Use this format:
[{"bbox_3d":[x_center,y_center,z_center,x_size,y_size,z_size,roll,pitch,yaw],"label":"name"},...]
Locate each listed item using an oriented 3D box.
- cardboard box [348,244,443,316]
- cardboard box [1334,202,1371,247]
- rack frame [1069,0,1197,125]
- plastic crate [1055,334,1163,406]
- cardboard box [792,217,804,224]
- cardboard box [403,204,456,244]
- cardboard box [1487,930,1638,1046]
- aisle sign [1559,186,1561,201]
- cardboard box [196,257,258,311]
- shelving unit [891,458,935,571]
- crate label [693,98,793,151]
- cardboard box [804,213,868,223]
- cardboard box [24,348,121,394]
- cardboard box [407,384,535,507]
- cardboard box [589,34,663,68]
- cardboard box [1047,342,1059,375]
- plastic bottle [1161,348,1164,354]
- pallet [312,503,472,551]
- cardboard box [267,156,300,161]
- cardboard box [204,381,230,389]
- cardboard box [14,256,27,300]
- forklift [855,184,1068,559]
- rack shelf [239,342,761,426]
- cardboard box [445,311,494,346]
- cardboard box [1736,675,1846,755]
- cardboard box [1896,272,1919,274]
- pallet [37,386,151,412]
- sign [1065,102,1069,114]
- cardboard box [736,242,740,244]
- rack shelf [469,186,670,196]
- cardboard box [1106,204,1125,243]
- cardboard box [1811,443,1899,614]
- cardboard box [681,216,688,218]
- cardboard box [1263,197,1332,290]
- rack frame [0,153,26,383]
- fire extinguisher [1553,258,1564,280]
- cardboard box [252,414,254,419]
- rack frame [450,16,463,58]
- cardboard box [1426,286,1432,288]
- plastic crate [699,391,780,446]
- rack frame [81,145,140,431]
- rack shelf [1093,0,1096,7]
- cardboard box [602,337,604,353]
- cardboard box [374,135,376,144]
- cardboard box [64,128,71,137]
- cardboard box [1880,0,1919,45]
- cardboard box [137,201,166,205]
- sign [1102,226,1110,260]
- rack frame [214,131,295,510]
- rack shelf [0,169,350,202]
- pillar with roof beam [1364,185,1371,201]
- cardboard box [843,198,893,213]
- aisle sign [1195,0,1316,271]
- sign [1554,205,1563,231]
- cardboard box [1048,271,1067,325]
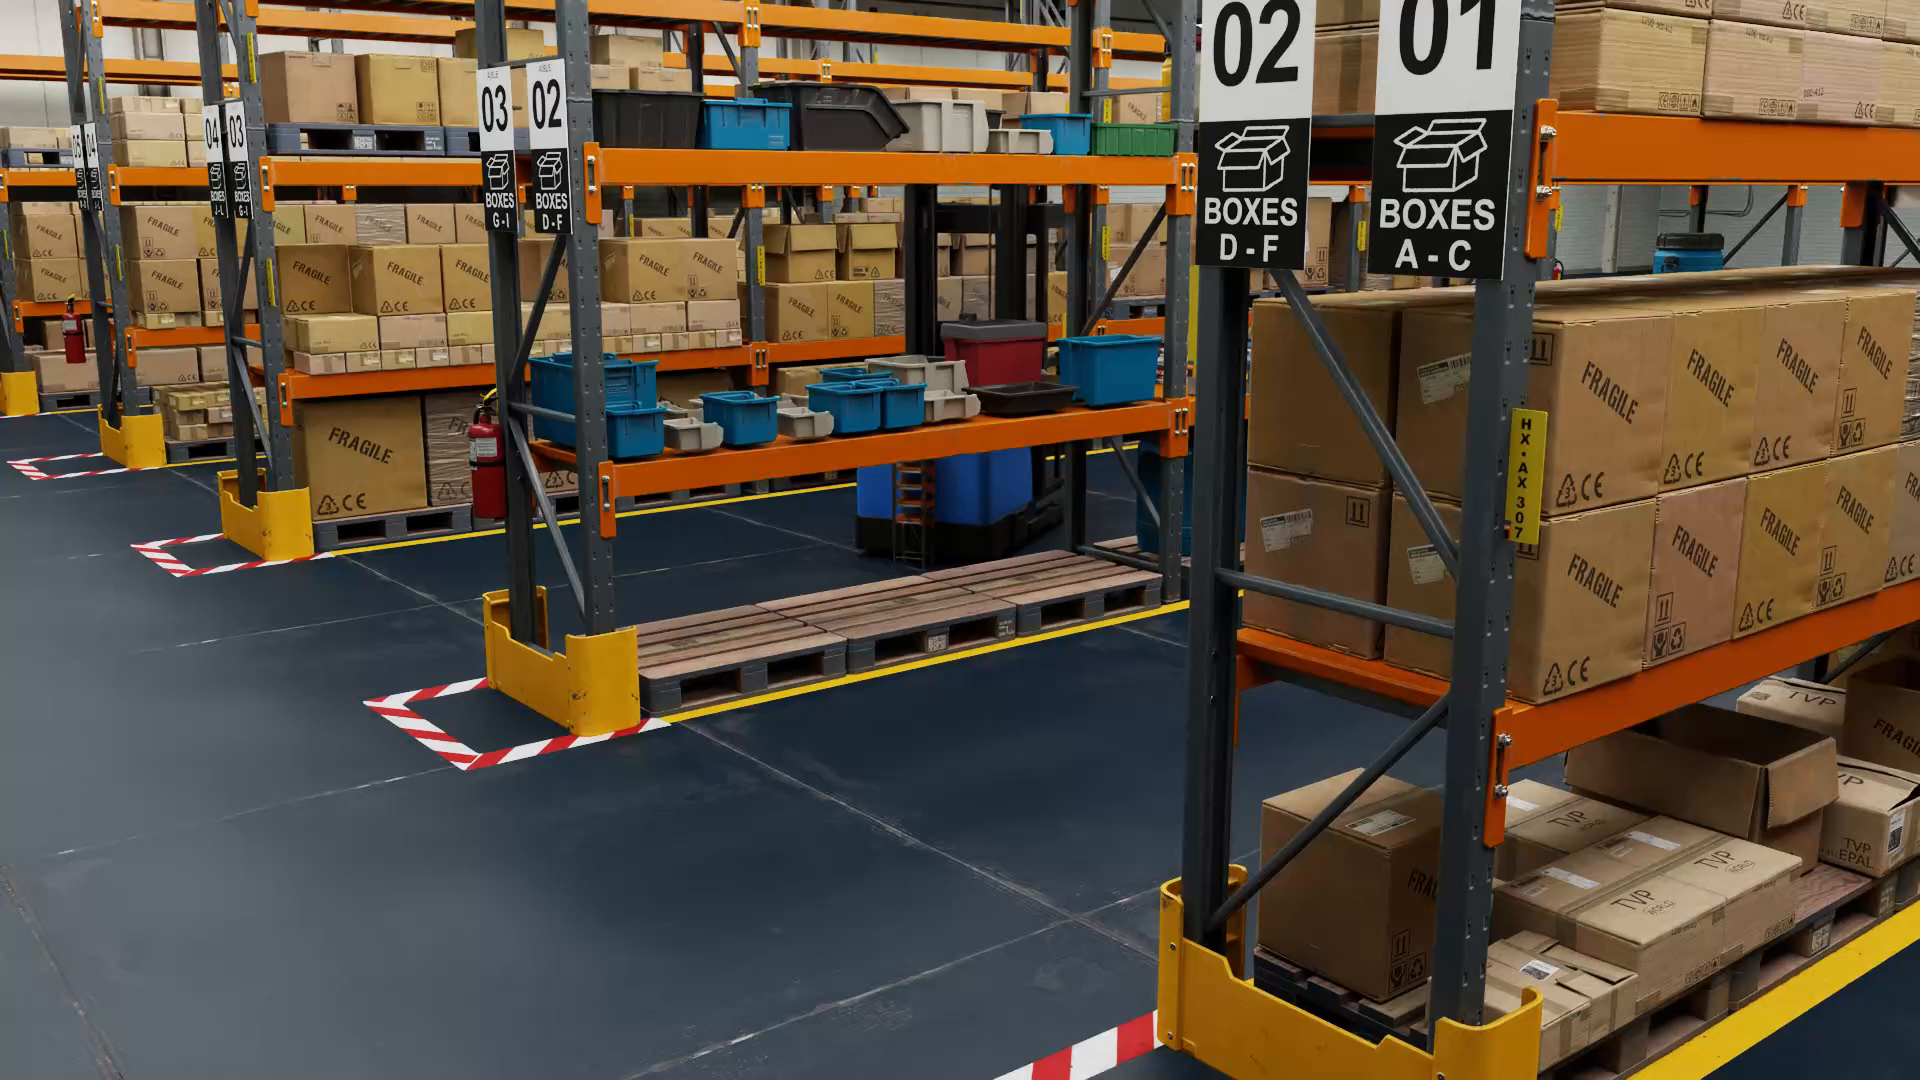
[{"bbox_3d":[-4.217,-1.949,12.424,0.500,0.500,0.500,-10,16,-39],"label":"cardboard box"},{"bbox_3d":[4.729,-3.684,19.393,0.500,0.500,0.500,-9,15,-38],"label":"cardboard box"},{"bbox_3d":[1.067,-4.077,10.162,0.127,3.000,1.000,-9,15,-38],"label":"rack frame"},{"bbox_3d":[0.915,-1.048,10.235,0.575,0.384,0.392,-9,15,-38],"label":"plastic crate"},{"bbox_3d":[-2.575,-4.829,26.180,0.500,0.500,0.500,-9,15,-37],"label":"cardboard box"},{"bbox_3d":[-5.646,-3.274,17.460,0.500,0.500,0.500,-10,16,-39],"label":"cardboard box"},{"bbox_3d":[1.771,1.321,4.950,0.250,0.166,0.380,-9,15,-38],"label":"cardboard box"},{"bbox_3d":[7.579,-4.733,21.440,0.004,0.787,0.394,-9,15,-38],"label":"aisle sign"},{"bbox_3d":[-7.245,-2.525,16.343,0.500,0.500,0.500,-9,15,-38],"label":"cardboard box"},{"bbox_3d":[-0.327,-0.398,11.616,0.258,1.200,0.189,4,13,19],"label":"shelving unit"},{"bbox_3d":[-1.135,-2.085,8.362,0.502,0.251,0.408,-9,15,-38],"label":"crate label"},{"bbox_3d":[-1.567,-3.877,21.016,0.500,0.500,0.700,-10,15,-38],"label":"cardboard box"},{"bbox_3d":[-10.889,-2.088,20.396,0.875,0.438,0.875,-10,16,-40],"label":"cardboard box"},{"bbox_3d":[-3.991,-0.806,13.310,0.875,0.875,0.875,-9,15,-38],"label":"cardboard box"},{"bbox_3d":[-2.766,-3.962,13.545,0.500,0.250,0.500,-11,16,-41],"label":"cardboard box"},{"bbox_3d":[0.544,-1.544,16.784,0.875,0.875,1.225,-10,16,-40],"label":"cardboard box"},{"bbox_3d":[1.458,-1.232,11.509,0.135,0.276,0.152,-9,15,-38],"label":"plastic bottle"},{"bbox_3d":[-4.576,-0.179,12.962,1.213,0.211,1.003,-9,15,-38],"label":"pallet"},{"bbox_3d":[-6.852,-3.791,16.401,0.500,0.250,0.500,-10,16,-39],"label":"cardboard box"},{"bbox_3d":[-7.561,-1.533,17.047,0.250,0.149,0.380,-10,15,-39],"label":"cardboard box"},{"bbox_3d":[-11.131,-3.188,20.180,0.500,0.500,0.500,-9,15,-37],"label":"cardboard box"},{"bbox_3d":[0.219,-1.560,12.920,1.130,2.935,3.031,4,13,19],"label":"forklift"},{"bbox_3d":[-3.589,-1.334,13.421,4.000,0.370,1.077,-9,15,-38],"label":"rack shelf"},{"bbox_3d":[-3.811,-1.650,12.823,0.500,0.250,0.500,-10,16,-40],"label":"cardboard box"},{"bbox_3d":[3.695,0.781,7.142,0.500,0.311,0.500,-9,15,-38],"label":"cardboard box"},{"bbox_3d":[3.925,-0.769,6.379,0.500,0.500,0.500,-9,15,-37],"label":"cardboard box"},{"bbox_3d":[-10.766,-1.786,20.532,1.213,0.211,1.003,-9,15,-38],"label":"pallet"},{"bbox_3d":[0.724,-2.703,10.894,0.005,0.325,0.100,-9,15,-38],"label":"sign"},{"bbox_3d":[-2.808,-3.561,20.337,0.250,0.149,0.380,-10,15,-38],"label":"cardboard box"},{"bbox_3d":[-6.637,-6.251,29.357,4.000,0.370,1.077,-9,15,-38],"label":"rack shelf"},{"bbox_3d":[1.866,-4.535,23.804,0.550,0.550,0.875,-9,15,-38],"label":"cardboard box"},{"bbox_3d":[2.730,-0.080,5.543,0.500,0.500,0.500,-9,15,-37],"label":"cardboard box"},{"bbox_3d":[-5.015,-5.997,31.133,0.250,0.149,0.380,-9,15,-38],"label":"cardboard box"},{"bbox_3d":[3.511,-3.402,18.973,1.000,1.000,1.000,-9,15,-37],"label":"cardboard box"},{"bbox_3d":[-11.342,-3.034,19.694,0.127,3.000,1.000,-9,15,-38],"label":"rack frame"},{"bbox_3d":[7.720,-3.405,21.628,0.183,0.674,0.296,-9,15,-38],"label":"fire extinguisher"},{"bbox_3d":[-7.216,-1.299,16.662,0.250,0.149,0.380,-9,15,-37],"label":"cardboard box"},{"bbox_3d":[-8.199,-7.811,27.748,0.127,3.000,1.000,-9,15,-38],"label":"rack frame"},{"bbox_3d":[5.536,-3.006,20.168,0.250,0.149,0.380,-9,15,-38],"label":"cardboard box"},{"bbox_3d":[-1.144,-0.634,8.654,0.300,0.233,0.416,-9,15,-38],"label":"plastic crate"},{"bbox_3d":[-8.171,-2.244,15.974,0.127,3.000,1.000,-9,15,-38],"label":"rack frame"},{"bbox_3d":[2.628,-3.789,11.501,4.000,0.370,1.077,-9,15,-38],"label":"rack shelf"},{"bbox_3d":[-3.064,-1.563,13.372,0.250,0.149,0.380,-10,15,-39],"label":"cardboard box"},{"bbox_3d":[-6.067,-4.166,16.964,0.500,0.250,0.500,-9,15,-35],"label":"cardboard box"},{"bbox_3d":[-12.758,-5.837,24.116,0.500,0.250,0.500,-9,15,-36],"label":"cardboard box"},{"bbox_3d":[2.773,-1.676,5.235,0.500,0.250,0.500,-9,15,-38],"label":"cardboard box"},{"bbox_3d":[-9.869,-4.056,20.299,0.250,0.149,0.380,-9,15,-37],"label":"cardboard box"},{"bbox_3d":[1.445,-2.941,16.471,0.005,0.325,0.100,-9,15,-38],"label":"sign"},{"bbox_3d":[-5.151,-1.426,12.124,0.127,3.000,1.000,-9,15,-38],"label":"rack frame"},{"bbox_3d":[-9.780,-4.409,20.679,4.000,0.370,1.077,-9,15,-38],"label":"rack shelf"},{"bbox_3d":[13.686,-10.542,40.611,0.548,9.000,9.100,-9,15,-38],"label":"pillar with roof beam"},{"bbox_3d":[-1.493,-5.296,26.985,0.500,0.500,0.700,-10,15,-38],"label":"cardboard box"},{"bbox_3d":[0.790,-1.132,4.477,0.004,0.787,0.394,-9,15,-38],"label":"aisle sign"},{"bbox_3d":[7.674,-4.131,21.312,0.005,0.325,0.100,-9,15,-38],"label":"sign"},{"bbox_3d":[0.865,-2.409,16.512,0.500,0.500,0.500,-9,15,-36],"label":"cardboard box"}]
